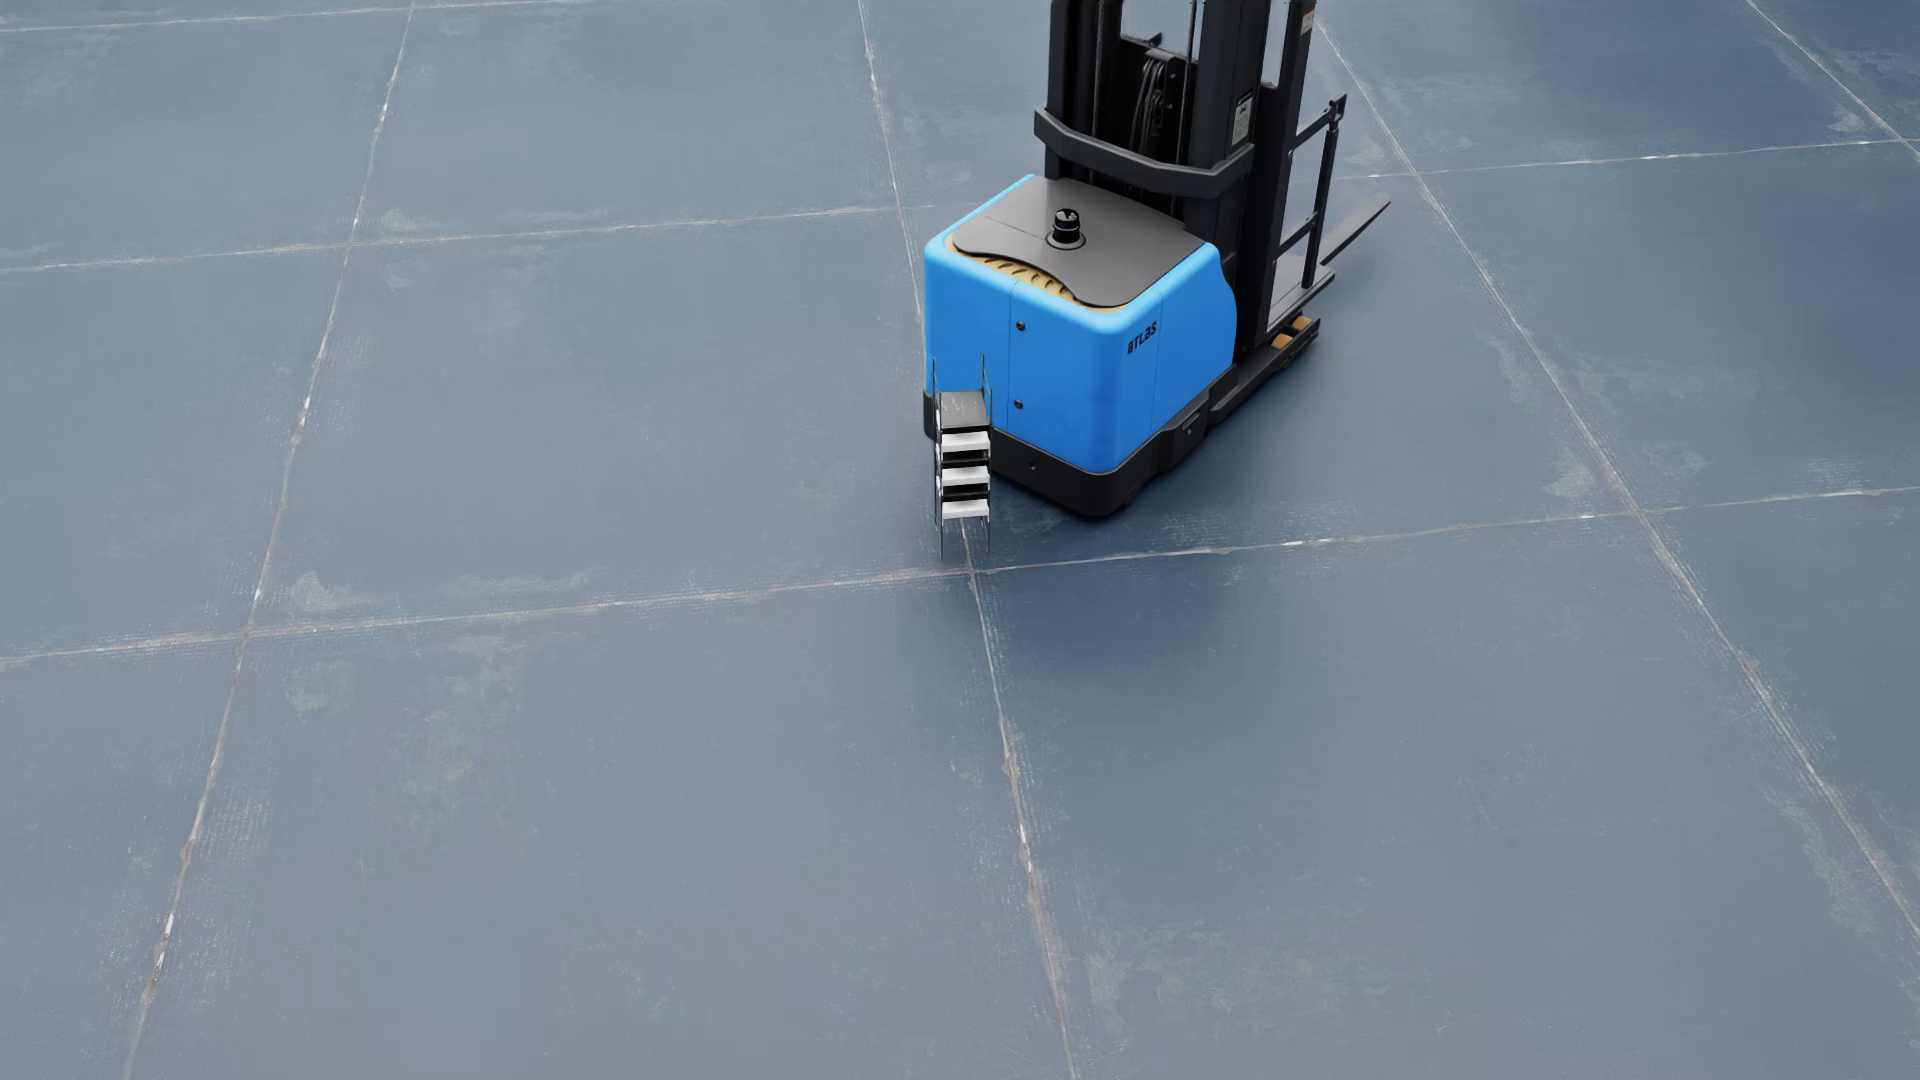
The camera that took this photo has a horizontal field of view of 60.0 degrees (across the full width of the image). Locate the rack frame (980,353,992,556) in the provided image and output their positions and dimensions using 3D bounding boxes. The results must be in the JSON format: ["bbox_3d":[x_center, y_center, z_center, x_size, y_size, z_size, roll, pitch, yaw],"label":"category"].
[{"bbox_3d":[0.109,-0.344,6.959,0.006,0.900,0.240,-5,42,-6],"label":"rack frame"}]

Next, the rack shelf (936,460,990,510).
[{"bbox_3d":[0.008,-0.243,7.032,0.200,0.077,0.258,-5,42,-6],"label":"rack shelf"}]

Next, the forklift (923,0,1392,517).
[{"bbox_3d":[1.136,-2.120,7.413,1.130,2.935,3.031,28,49,27],"label":"forklift"}]

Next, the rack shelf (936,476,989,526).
[{"bbox_3d":[0.008,-0.176,7.092,0.200,0.077,0.258,-5,42,-6],"label":"rack shelf"}]

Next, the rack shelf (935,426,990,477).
[{"bbox_3d":[0.008,-0.377,6.911,0.200,0.077,0.258,-5,42,-6],"label":"rack shelf"}]

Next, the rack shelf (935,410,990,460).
[{"bbox_3d":[0.008,-0.444,6.851,0.200,0.077,0.258,-5,42,-6],"label":"rack shelf"}]

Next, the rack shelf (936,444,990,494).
[{"bbox_3d":[0.008,-0.310,6.972,0.200,0.077,0.258,-5,42,-6],"label":"rack shelf"}]

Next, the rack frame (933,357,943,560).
[{"bbox_3d":[-0.093,-0.326,6.940,0.006,0.900,0.240,-5,42,-6],"label":"rack frame"}]

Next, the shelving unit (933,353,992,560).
[{"bbox_3d":[0.008,-0.335,6.949,0.210,0.900,0.258,-5,42,-6],"label":"shelving unit"}]

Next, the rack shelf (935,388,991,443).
[{"bbox_3d":[0.008,-0.511,6.791,0.200,0.077,0.258,-5,42,-6],"label":"rack shelf"}]
